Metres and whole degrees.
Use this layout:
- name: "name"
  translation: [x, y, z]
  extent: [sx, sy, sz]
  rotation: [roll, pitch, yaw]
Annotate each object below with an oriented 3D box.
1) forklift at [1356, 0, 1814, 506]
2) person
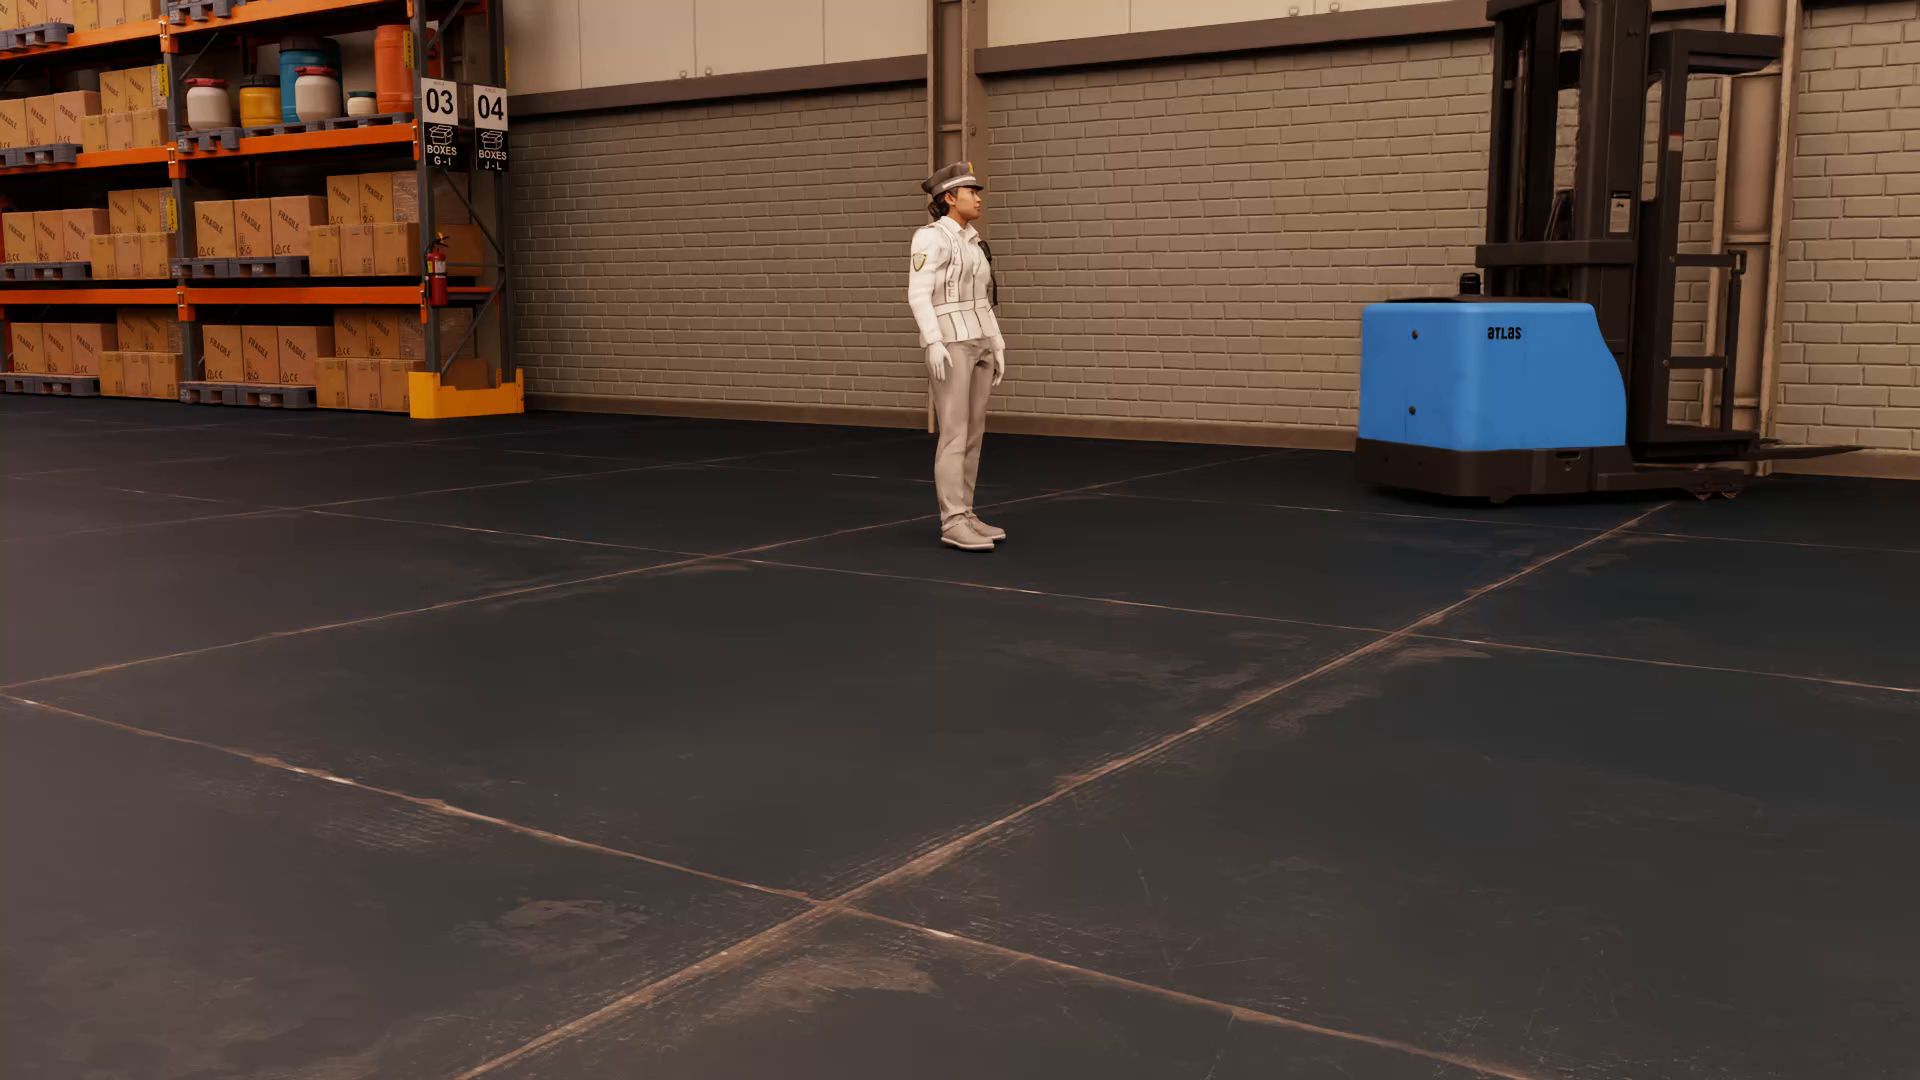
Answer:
- name: "forklift"
  translation: [3.764, -1.755, 9.535]
  extent: [3.031, 2.935, 1.130]
  rotation: [-5, 9, -30]
- name: "person"
  translation: [0.053, -0.840, 7.439]
  extent: [0.529, 1.694, 0.587]
  rotation: [5, 10, 34]
